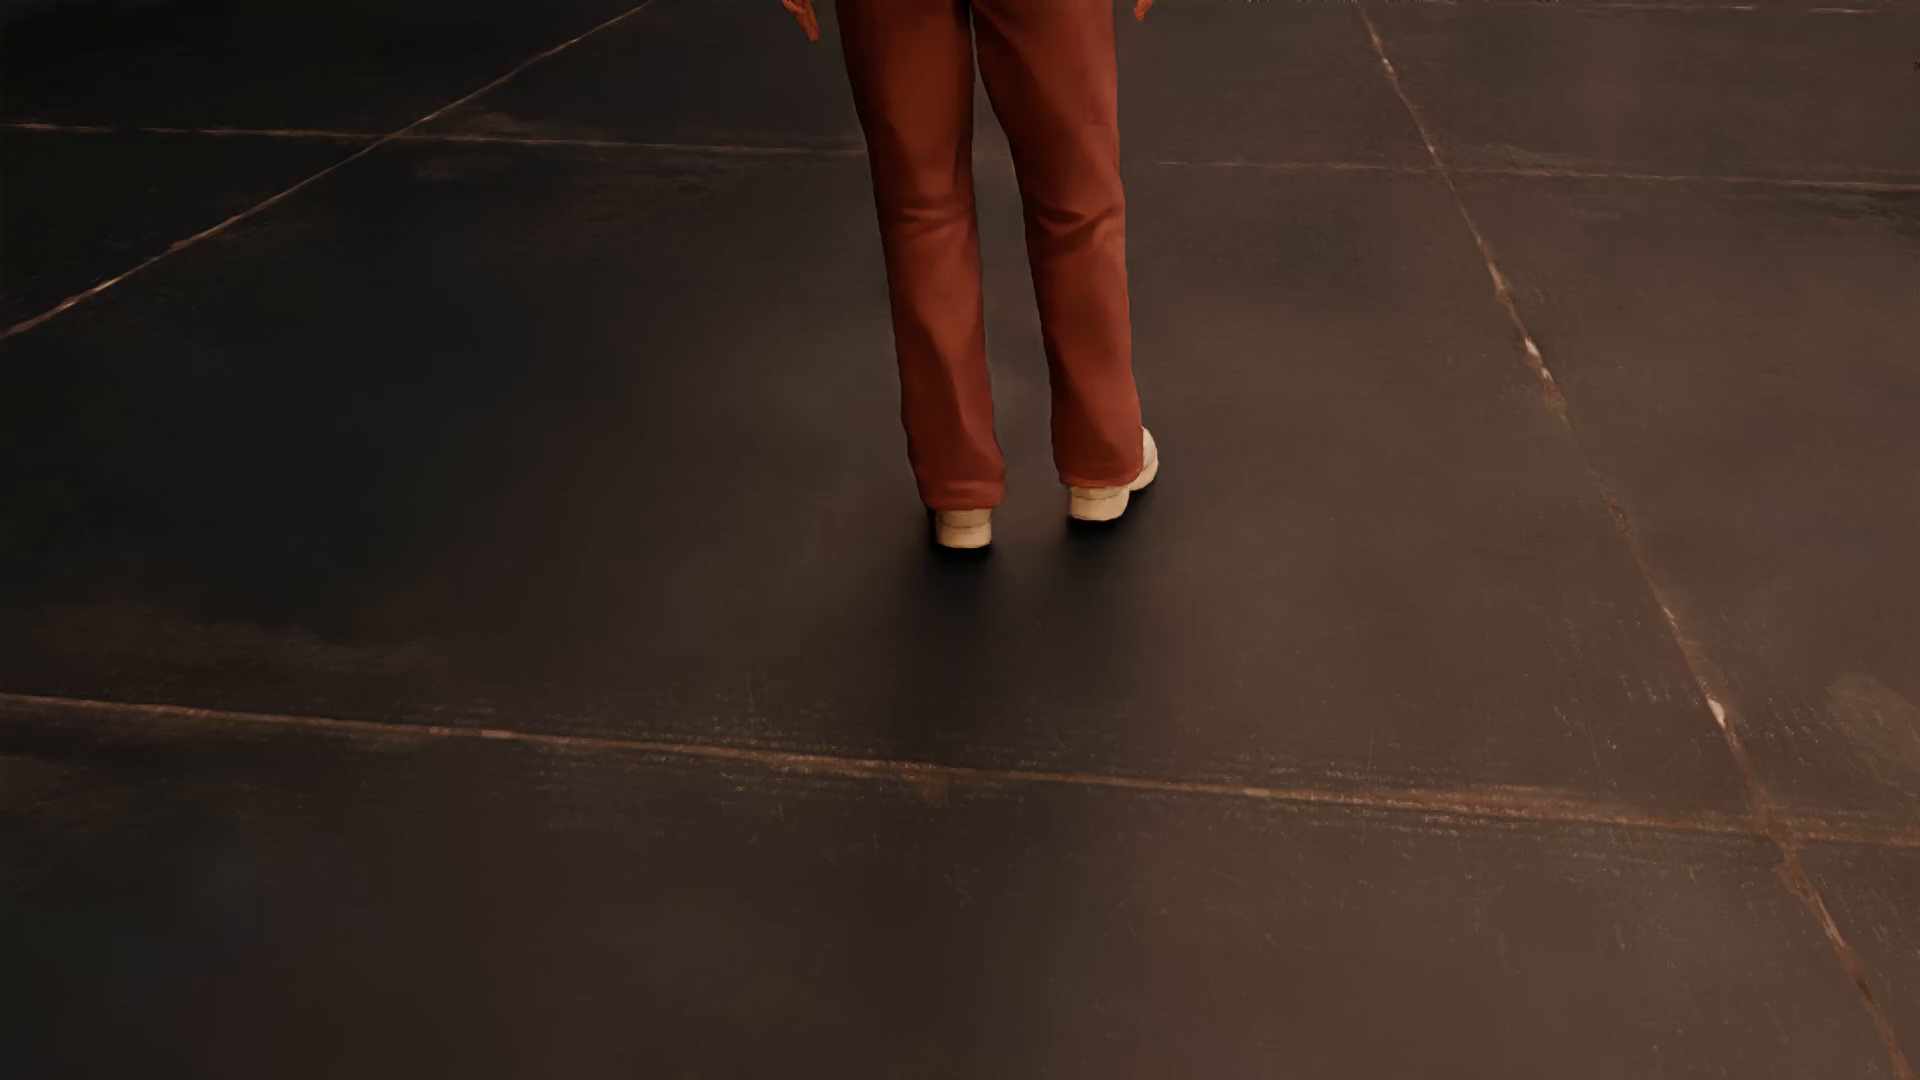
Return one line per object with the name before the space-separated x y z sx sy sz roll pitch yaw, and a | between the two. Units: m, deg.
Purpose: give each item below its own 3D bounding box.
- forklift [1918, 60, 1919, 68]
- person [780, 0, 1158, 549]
forklift | 4.572 -3.040 5.311 3.031 2.935 1.130 -21 33 -36
person | 0.024 -0.795 2.201 0.552 1.674 0.517 3 27 7
